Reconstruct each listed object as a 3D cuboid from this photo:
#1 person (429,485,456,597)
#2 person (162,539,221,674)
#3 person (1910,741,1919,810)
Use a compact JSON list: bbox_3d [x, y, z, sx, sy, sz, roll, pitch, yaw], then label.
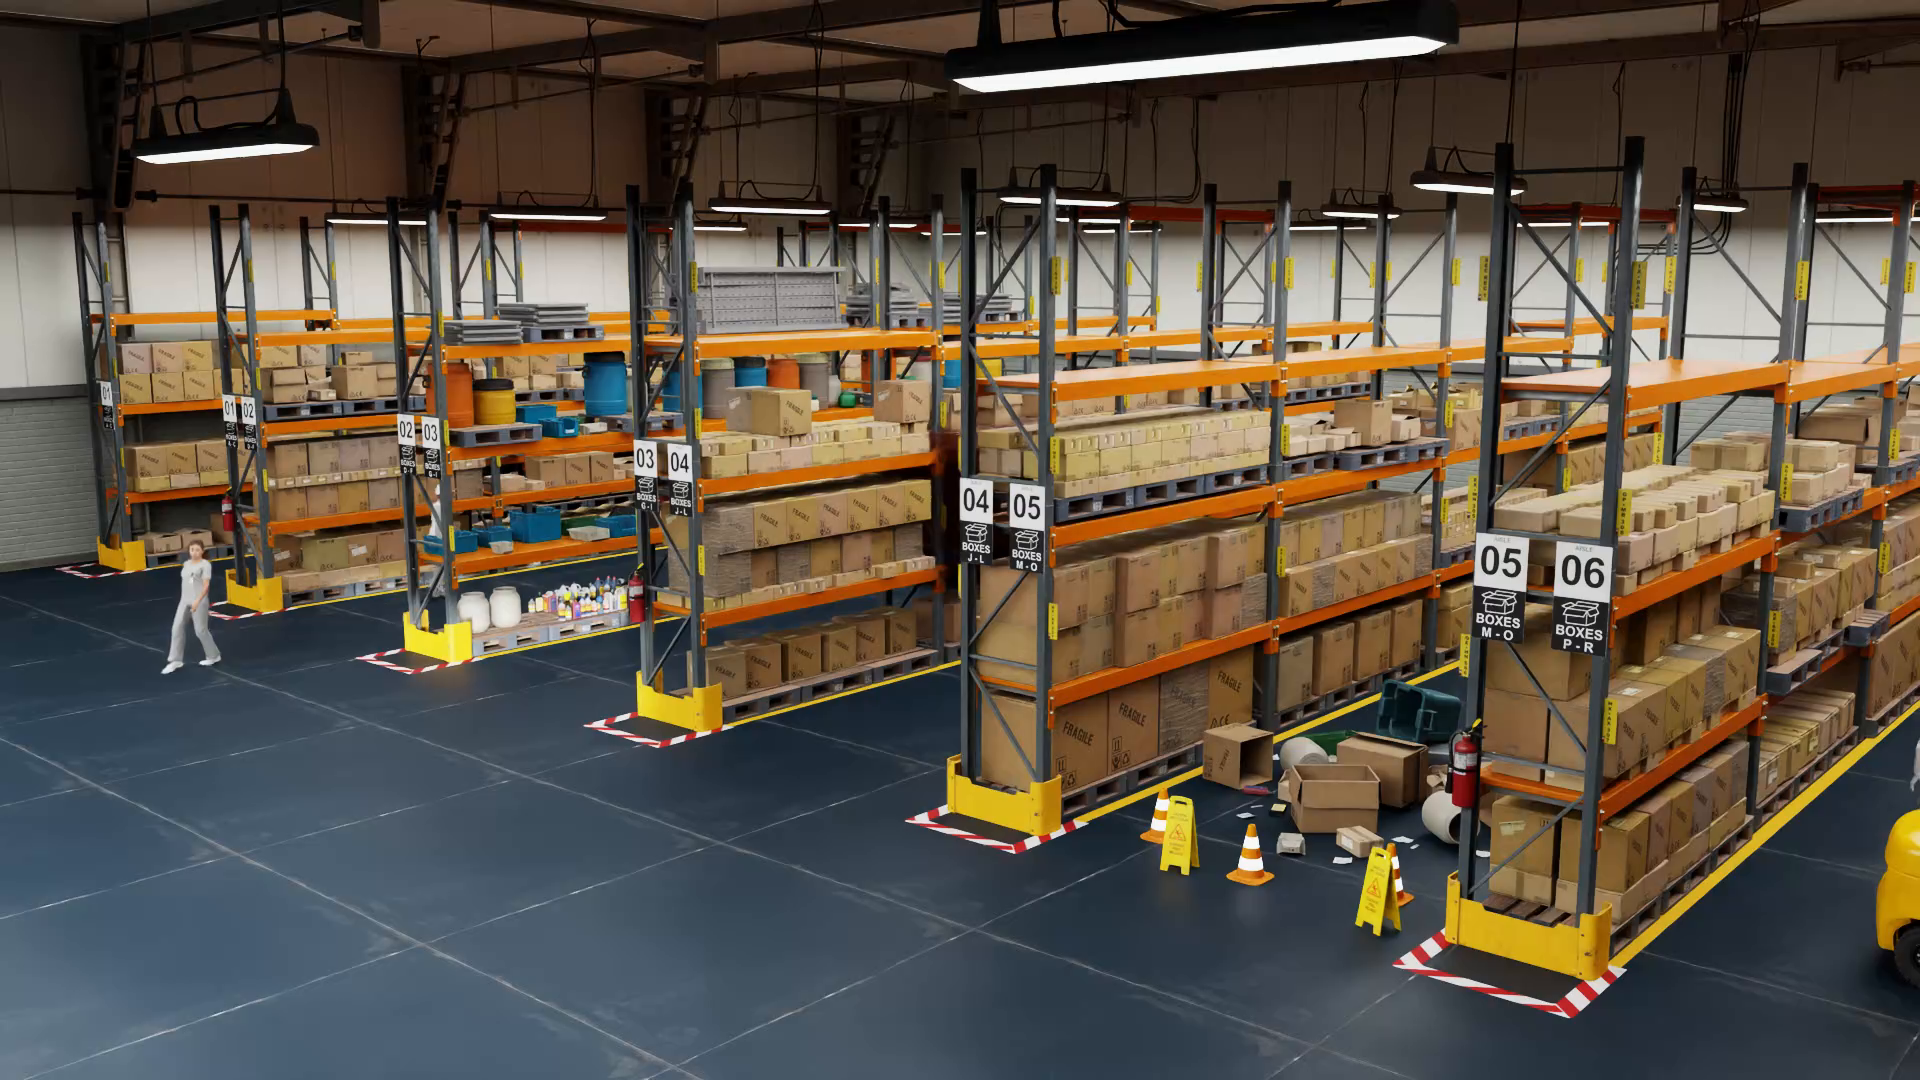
[{"bbox_3d":[-8.074,-0.002,25.906,0.516,1.762,0.579,-8,12,-40],"label":"person"},{"bbox_3d":[-9.881,0.839,21.297,0.469,1.663,0.762,3,10,17],"label":"person"},{"bbox_3d":[8.437,2.053,14.223,0.533,1.579,0.687,5,11,30],"label":"person"}]
